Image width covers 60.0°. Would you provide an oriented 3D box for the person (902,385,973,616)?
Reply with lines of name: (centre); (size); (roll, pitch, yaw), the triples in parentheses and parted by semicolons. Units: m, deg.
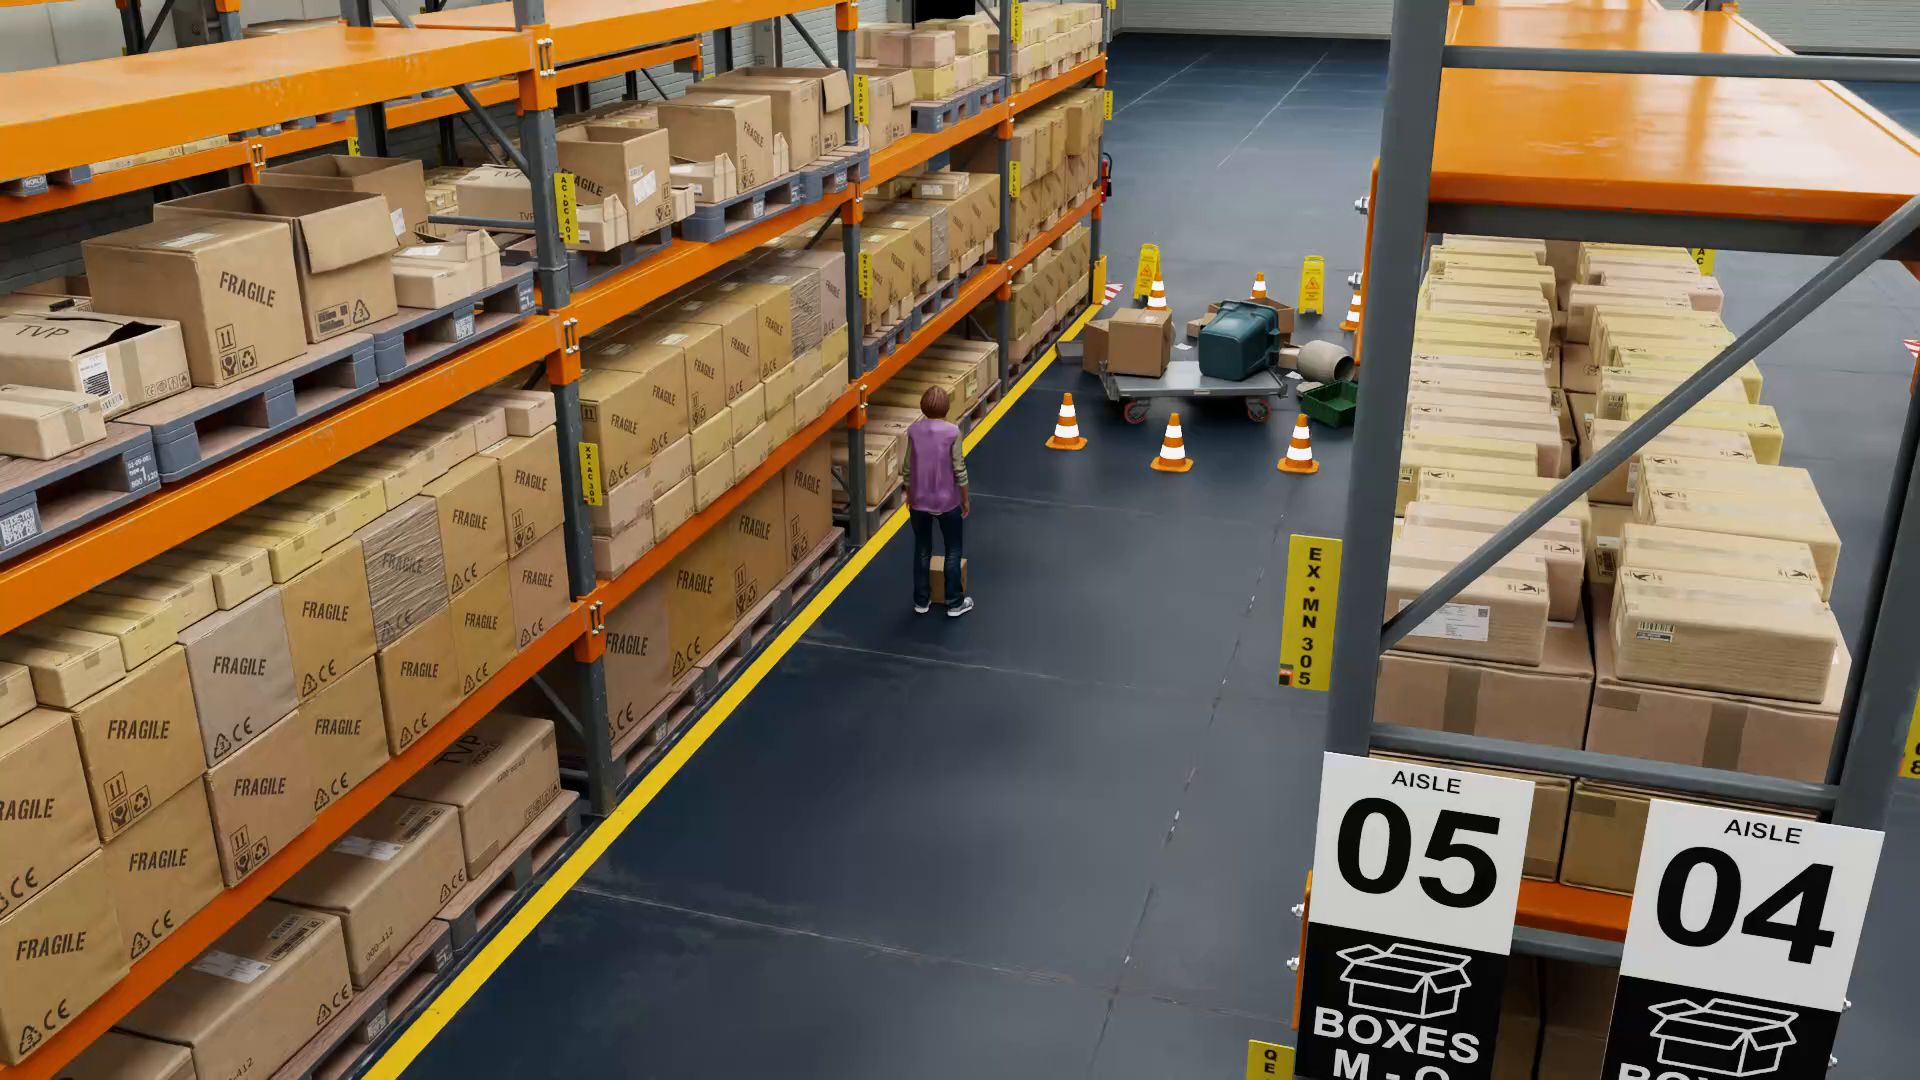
person: (-0.162, -0.251, 11.218); (0.462, 1.593, 0.344); (7, 23, 16)
